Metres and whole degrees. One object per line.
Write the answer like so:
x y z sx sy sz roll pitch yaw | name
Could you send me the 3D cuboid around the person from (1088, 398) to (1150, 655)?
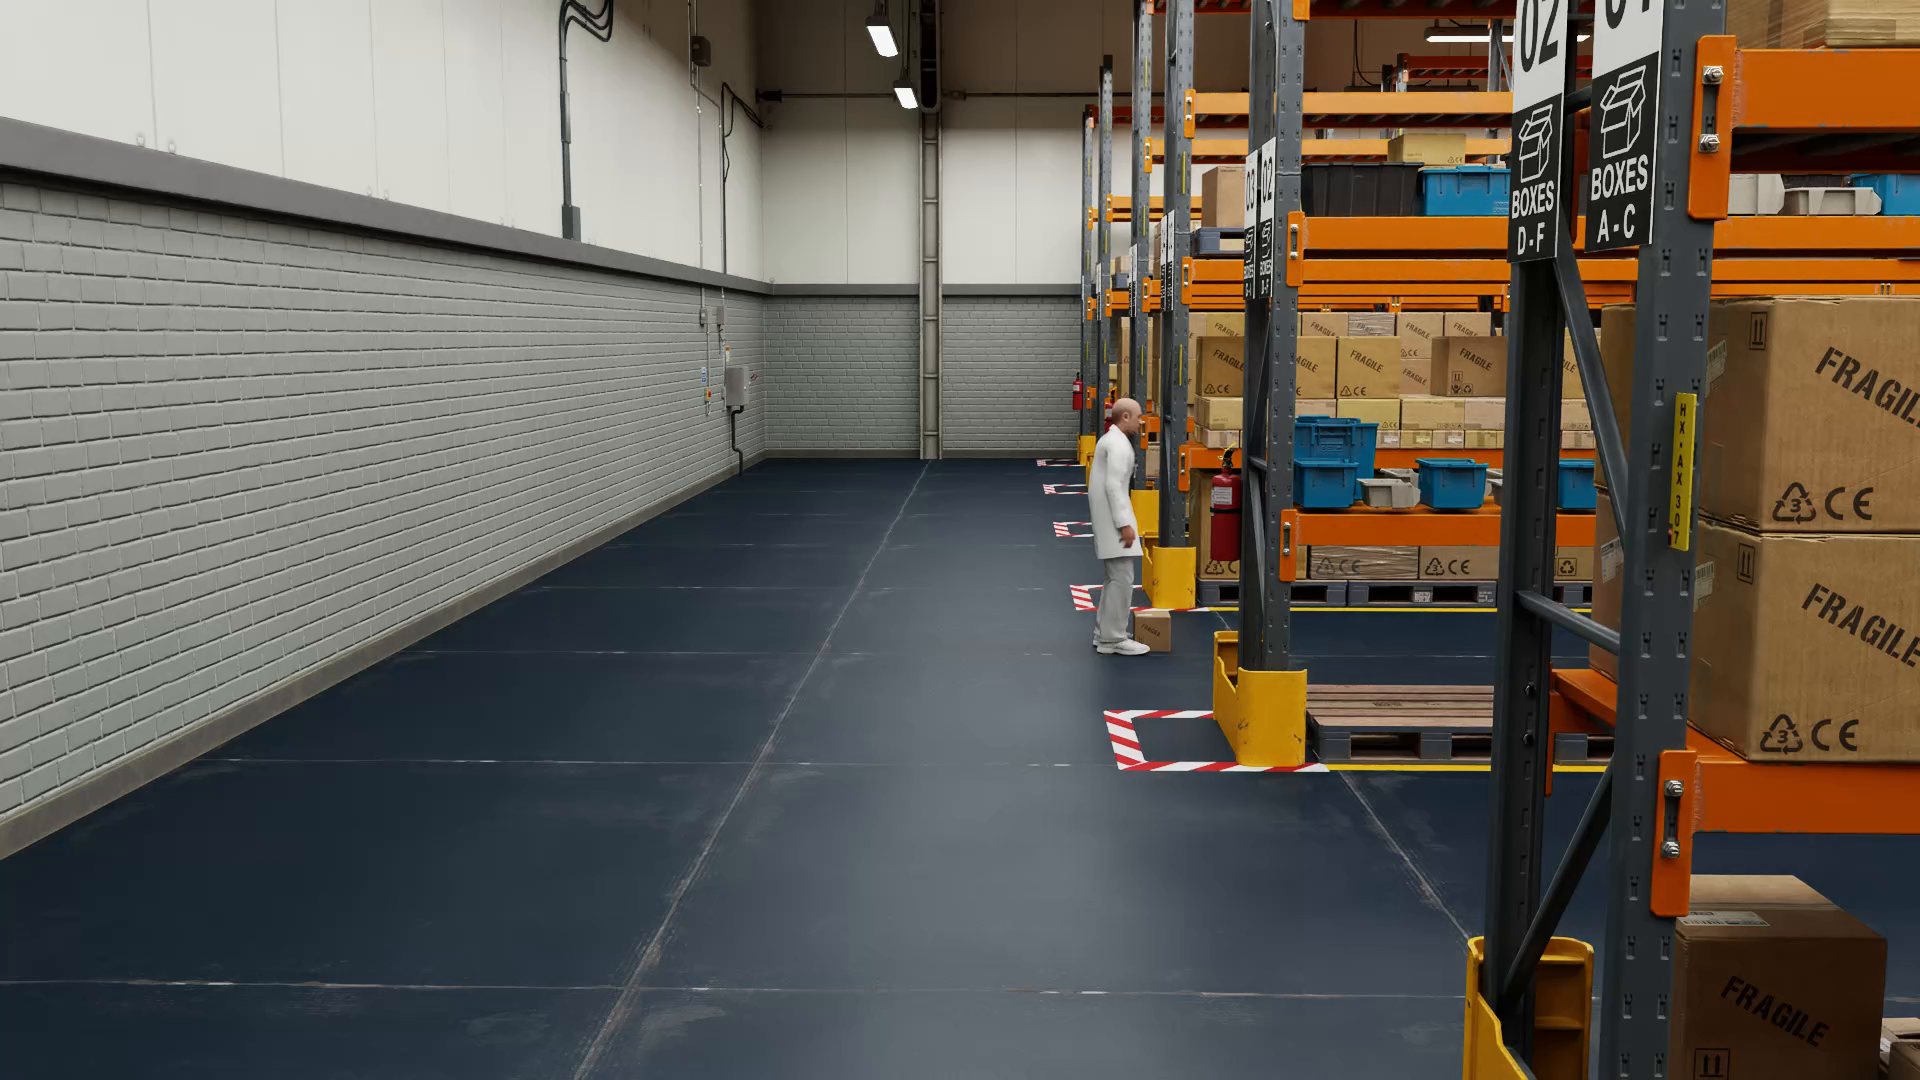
1.115 -0.109 11.701 0.422 1.775 0.643 0 7 2 | person
